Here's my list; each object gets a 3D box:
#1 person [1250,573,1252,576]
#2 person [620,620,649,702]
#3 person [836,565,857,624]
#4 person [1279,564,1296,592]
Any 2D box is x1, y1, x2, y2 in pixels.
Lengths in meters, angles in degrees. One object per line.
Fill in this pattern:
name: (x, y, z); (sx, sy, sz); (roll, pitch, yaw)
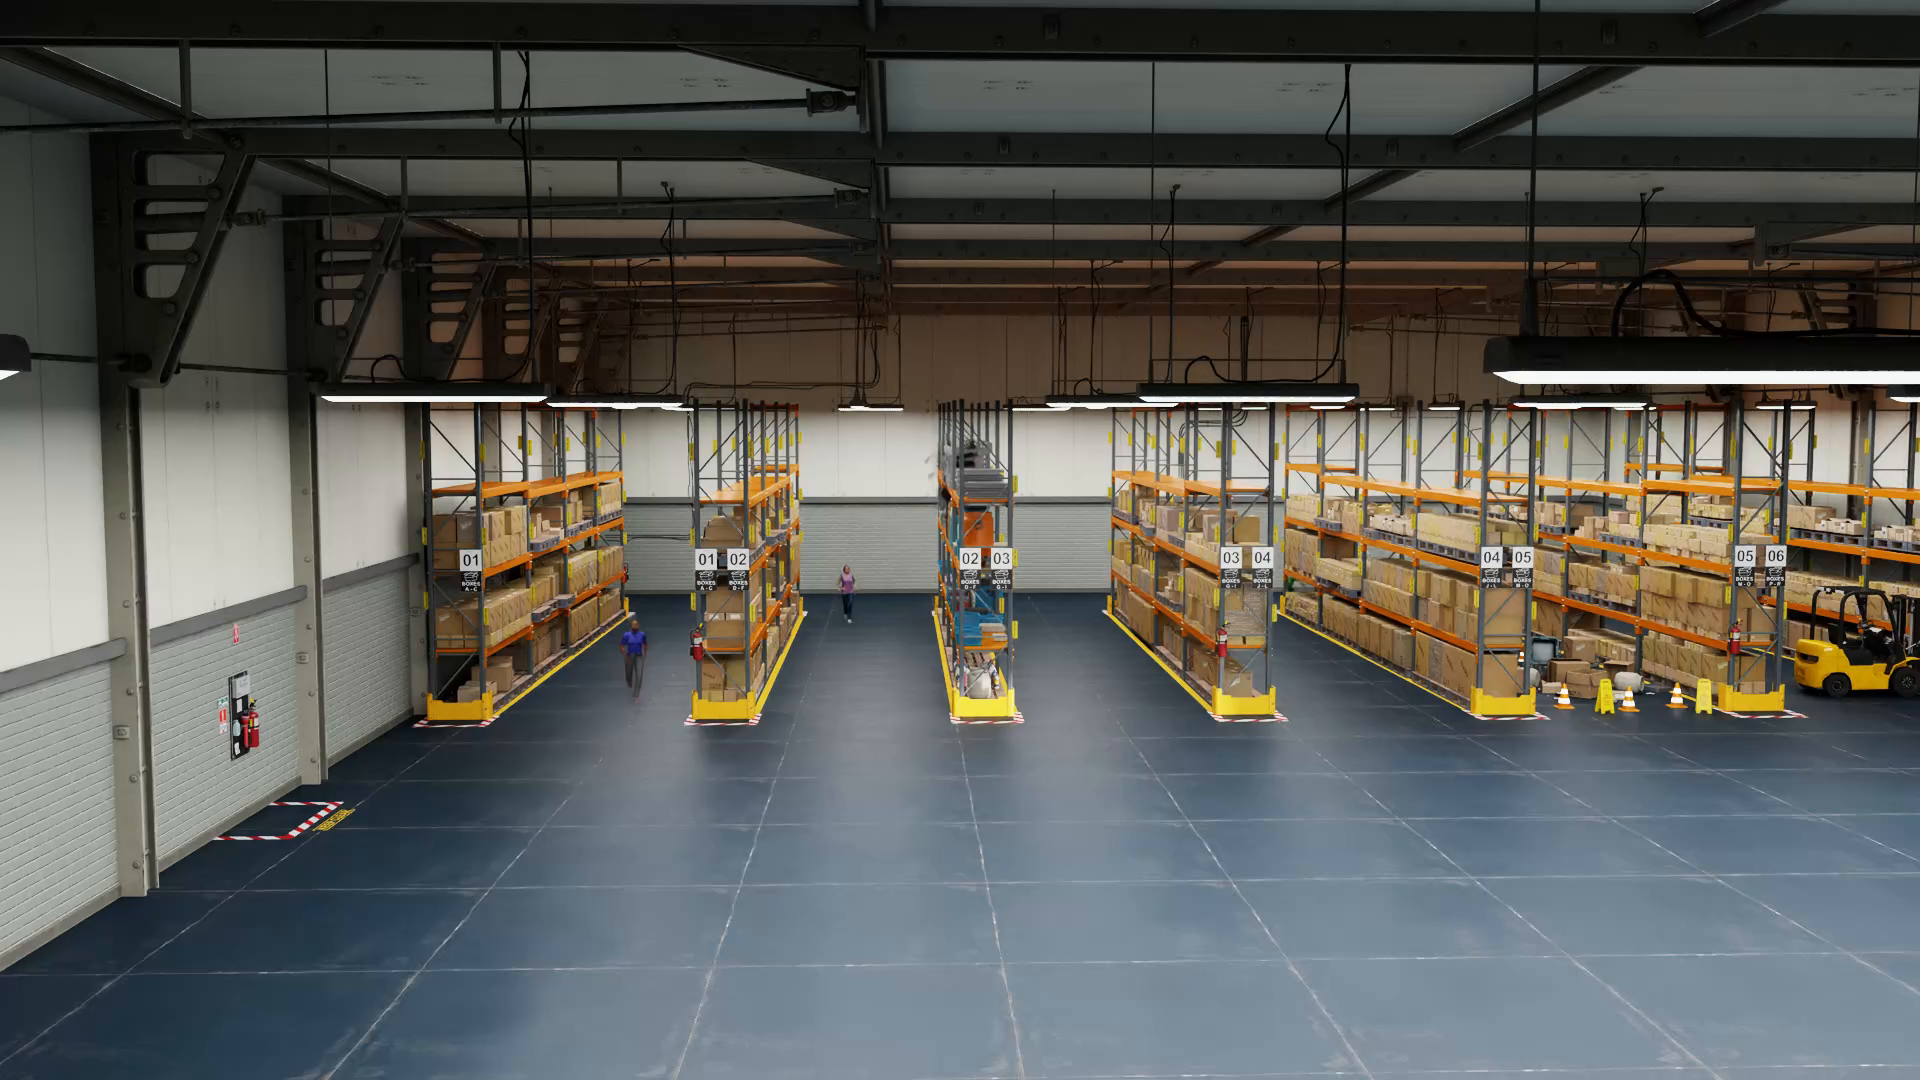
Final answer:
person: (8.052, 1.452, 44.940); (0.640, 1.734, 0.645); (0, 4, 3)
person: (-6.529, 2.408, 33.381); (0.568, 1.632, 0.865); (-1, 4, -13)
person: (-3.102, 1.488, 45.597); (0.592, 1.608, 0.712); (-1, 4, -15)
person: (9.721, 1.120, 48.958); (0.683, 1.816, 0.632); (-2, 5, -23)
